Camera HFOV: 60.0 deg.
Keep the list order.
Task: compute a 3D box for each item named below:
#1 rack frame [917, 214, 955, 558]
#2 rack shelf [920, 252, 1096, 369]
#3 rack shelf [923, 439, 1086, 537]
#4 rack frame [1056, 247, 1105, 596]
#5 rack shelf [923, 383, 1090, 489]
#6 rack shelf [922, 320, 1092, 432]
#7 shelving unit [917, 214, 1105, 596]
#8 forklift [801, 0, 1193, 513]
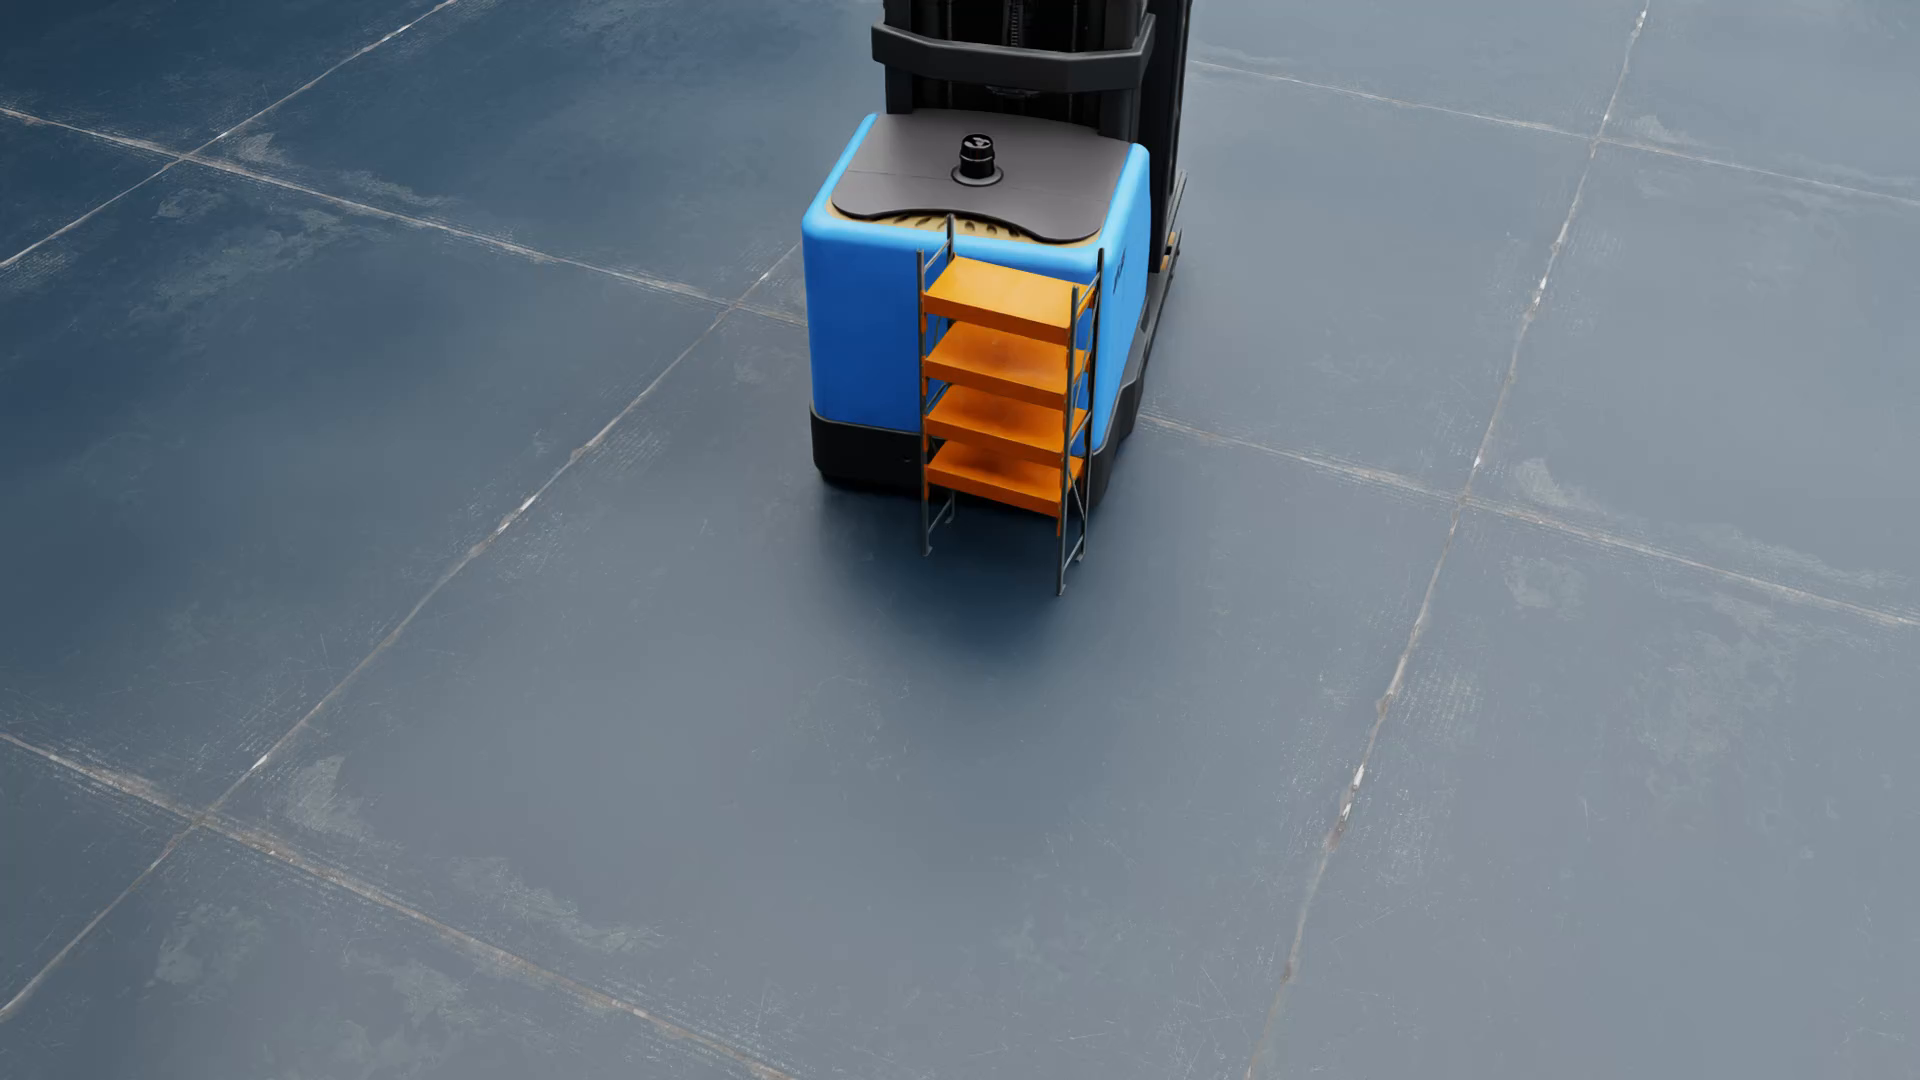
[{"bbox_3d":[-0.074,-0.467,5.373,0.015,1.200,0.240,16,43,18],"label":"rack frame"},{"bbox_3d":[0.150,-0.700,5.042,0.480,0.148,0.258,16,43,18],"label":"rack shelf"},{"bbox_3d":[0.150,-0.203,5.473,0.480,0.148,0.258,16,43,18],"label":"rack shelf"},{"bbox_3d":[0.374,-0.340,5.226,0.015,1.200,0.240,16,43,18],"label":"rack frame"},{"bbox_3d":[0.150,-0.353,5.343,0.480,0.148,0.258,16,43,18],"label":"rack shelf"},{"bbox_3d":[0.150,-0.522,5.197,0.480,0.148,0.258,16,43,18],"label":"rack shelf"},{"bbox_3d":[0.150,-0.403,5.299,0.503,1.200,0.258,16,43,18],"label":"shelving unit"},{"bbox_3d":[0.319,-2.178,6.025,1.130,2.935,3.031,9,42,10],"label":"forklift"}]
